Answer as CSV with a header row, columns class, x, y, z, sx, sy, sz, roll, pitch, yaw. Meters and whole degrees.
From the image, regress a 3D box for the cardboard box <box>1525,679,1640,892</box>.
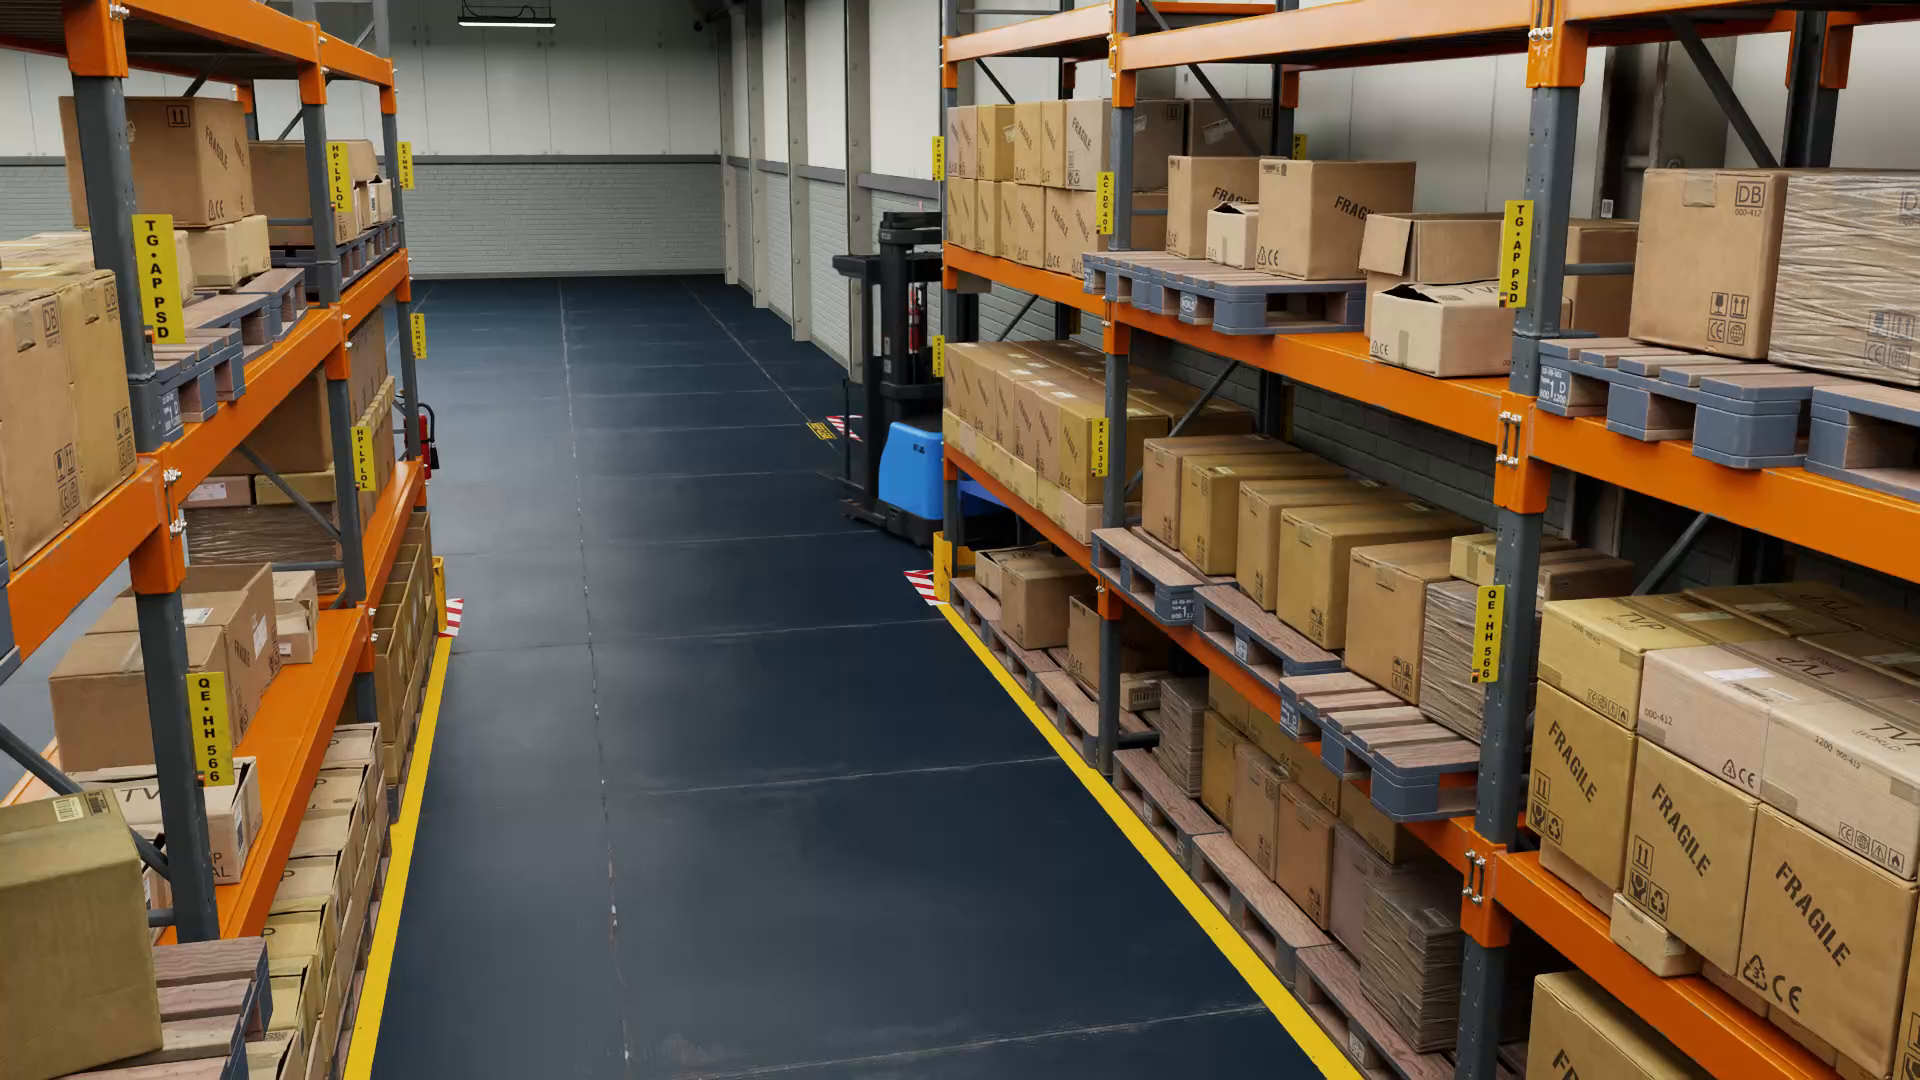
class,x,y,z,sx,sy,sz,roll,pitch,yaw
cardboard box,2.109,0.722,5.096,0.500,0.500,0.500,-3,14,-12

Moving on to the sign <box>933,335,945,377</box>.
class,x,y,z,sx,sy,sz,roll,pitch,yaw
sign,-0.163,-1.438,12.990,0.100,0.325,0.005,-3,14,-13

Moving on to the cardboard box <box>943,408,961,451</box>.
class,x,y,z,sx,sy,sz,roll,pitch,yaw
cardboard box,0.171,-0.854,12.699,0.500,0.250,0.500,-4,14,-15

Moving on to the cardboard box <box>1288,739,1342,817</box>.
class,x,y,z,sx,sy,sz,roll,pitch,yaw
cardboard box,1.825,1.018,7.523,0.500,0.250,0.500,-3,14,-13

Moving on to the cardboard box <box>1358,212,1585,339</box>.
class,x,y,z,sx,sy,sz,roll,pitch,yaw
cardboard box,2.029,-1.023,6.537,0.797,0.503,0.637,-1,14,-5

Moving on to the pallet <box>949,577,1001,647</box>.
class,x,y,z,sx,sy,sz,roll,pitch,yaw
pallet,0.539,0.514,12.701,1.003,0.211,1.213,-3,14,-13

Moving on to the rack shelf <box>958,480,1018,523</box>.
class,x,y,z,sx,sy,sz,roll,pitch,yaw
rack shelf,0.460,-0.365,14.339,0.538,0.185,1.000,-7,16,-28

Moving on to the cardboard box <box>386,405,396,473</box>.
class,x,y,z,sx,sy,sz,roll,pitch,yaw
cardboard box,-4.352,-0.711,11.627,0.700,0.500,0.500,-3,14,-13

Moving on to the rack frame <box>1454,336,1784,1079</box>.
class,x,y,z,sx,sy,sz,roll,pitch,yaw
rack frame,2.243,0.798,5.663,1.000,3.000,0.127,-3,14,-13

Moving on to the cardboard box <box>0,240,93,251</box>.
class,x,y,z,sx,sy,sz,roll,pitch,yaw
cardboard box,-2.996,-0.867,5.590,0.500,0.250,0.500,-4,14,-14

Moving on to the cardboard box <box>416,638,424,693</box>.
class,x,y,z,sx,sy,sz,roll,pitch,yaw
cardboard box,-3.673,0.814,10.507,0.500,0.250,0.500,-3,14,-13

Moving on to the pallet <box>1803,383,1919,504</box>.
class,x,y,z,sx,sy,sz,roll,pitch,yaw
pallet,2.712,-0.164,3.678,1.003,0.211,1.213,-3,14,-11

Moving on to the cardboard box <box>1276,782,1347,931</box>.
class,x,y,z,sx,sy,sz,roll,pitch,yaw
cardboard box,1.871,1.397,7.551,0.700,0.500,0.500,-3,14,-13

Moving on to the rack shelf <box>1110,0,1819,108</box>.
class,x,y,z,sx,sy,sz,roll,pitch,yaw
rack shelf,1.774,-2.034,6.972,1.077,0.370,4.000,-3,14,-13

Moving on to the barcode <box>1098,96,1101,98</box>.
class,x,y,z,sx,sy,sz,roll,pitch,yaw
barcode,1.017,-3.194,12.103,0.001,0.075,0.075,-3,14,-13

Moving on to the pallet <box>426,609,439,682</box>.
class,x,y,z,sx,sy,sz,roll,pitch,yaw
pallet,-4.229,0.758,11.701,1.003,0.211,1.213,-3,14,-13

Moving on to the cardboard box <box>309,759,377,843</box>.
class,x,y,z,sx,sy,sz,roll,pitch,yaw
cardboard box,-3.008,1.209,7.709,0.500,0.311,0.500,-3,14,-12

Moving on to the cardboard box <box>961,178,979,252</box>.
class,x,y,z,sx,sy,sz,roll,pitch,yaw
cardboard box,0.292,-2.346,11.958,0.500,0.500,0.500,-2,14,-9

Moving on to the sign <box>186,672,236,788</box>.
class,x,y,z,sx,sy,sz,roll,pitch,yaw
sign,-2.046,0.519,4.534,0.100,0.325,0.005,-3,14,-13

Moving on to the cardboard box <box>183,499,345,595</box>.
class,x,y,z,sx,sy,sz,roll,pitch,yaw
cardboard box,-3.621,0.002,8.712,0.700,0.500,0.500,-4,14,-15

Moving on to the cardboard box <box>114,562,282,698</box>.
class,x,y,z,sx,sy,sz,roll,pitch,yaw
cardboard box,-3.222,0.403,7.068,0.500,0.500,0.500,-2,14,-9

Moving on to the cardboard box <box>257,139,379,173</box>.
class,x,y,z,sx,sy,sz,roll,pitch,yaw
cardboard box,-4.319,-2.417,11.105,0.797,0.503,0.637,-2,14,-9

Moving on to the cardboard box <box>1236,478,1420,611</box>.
class,x,y,z,sx,sy,sz,roll,pitch,yaw
cardboard box,1.700,0.012,7.743,0.700,0.500,0.500,-1,14,-5

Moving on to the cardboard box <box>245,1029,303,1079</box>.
class,x,y,z,sx,sy,sz,roll,pitch,yaw
cardboard box,-2.408,1.797,5.300,0.500,0.311,0.500,-3,14,-11

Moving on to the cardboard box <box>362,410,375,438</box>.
class,x,y,z,sx,sy,sz,roll,pitch,yaw
cardboard box,-3.808,-0.699,10.213,0.380,0.149,0.250,-3,14,-14

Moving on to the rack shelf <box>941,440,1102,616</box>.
class,x,y,z,sx,sy,sz,roll,pitch,yaw
rack shelf,0.834,-0.236,11.414,1.077,0.370,4.000,-3,14,-13

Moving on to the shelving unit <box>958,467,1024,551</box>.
class,x,y,z,sx,sy,sz,roll,pitch,yaw
shelving unit,0.460,-0.539,14.297,0.538,1.500,1.048,-7,16,-28

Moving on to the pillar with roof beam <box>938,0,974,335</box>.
class,x,y,z,sx,sy,sz,roll,pitch,yaw
pillar with roof beam,-4.224,-4.993,16.724,9.100,9.000,0.400,-3,14,-13

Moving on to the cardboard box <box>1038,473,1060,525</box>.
class,x,y,z,sx,sy,sz,roll,pitch,yaw
cardboard box,0.789,-0.269,10.305,0.500,0.250,0.500,-3,14,-13

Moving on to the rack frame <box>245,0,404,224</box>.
class,x,y,z,sx,sy,sz,roll,pitch,yaw
rack frame,-4.450,-3.685,11.371,1.000,3.000,0.127,-3,14,-13

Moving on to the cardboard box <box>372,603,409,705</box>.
class,x,y,z,sx,sy,sz,roll,pitch,yaw
cardboard box,-3.440,0.680,9.473,0.500,0.500,0.500,-3,14,-13

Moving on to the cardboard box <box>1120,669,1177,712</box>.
class,x,y,z,sx,sy,sz,roll,pitch,yaw
cardboard box,1.149,0.916,10.222,0.380,0.166,0.250,-5,15,-21

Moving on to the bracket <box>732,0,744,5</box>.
class,x,y,z,sx,sy,sz,roll,pitch,yaw
bracket,-4.514,-11.018,33.803,0.235,0.232,0.430,-3,14,-13

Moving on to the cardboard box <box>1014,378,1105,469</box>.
class,x,y,z,sx,sy,sz,roll,pitch,yaw
cardboard box,0.662,-0.749,10.690,0.500,0.500,0.500,-4,14,-15

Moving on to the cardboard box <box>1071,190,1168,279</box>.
class,x,y,z,sx,sy,sz,roll,pitch,yaw
cardboard box,0.945,-1.743,9.492,0.500,0.500,0.500,-3,14,-12

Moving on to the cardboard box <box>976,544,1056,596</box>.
class,x,y,z,sx,sy,sz,roll,pitch,yaw
cardboard box,0.440,0.210,12.810,0.500,0.311,0.500,-5,15,-20

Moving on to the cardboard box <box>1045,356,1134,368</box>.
class,x,y,z,sx,sy,sz,roll,pitch,yaw
cardboard box,0.916,-1.016,11.782,0.500,0.500,0.500,-4,14,-15

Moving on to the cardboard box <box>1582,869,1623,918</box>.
class,x,y,z,sx,sy,sz,roll,pitch,yaw
cardboard box,2.146,1.058,5.086,0.380,0.149,0.250,-3,14,-12

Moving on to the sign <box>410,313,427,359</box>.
class,x,y,z,sx,sy,sz,roll,pitch,yaw
sign,-3.919,-1.475,12.028,0.100,0.325,0.005,-3,14,-13

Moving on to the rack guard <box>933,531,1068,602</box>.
class,x,y,z,sx,sy,sz,roll,pitch,yaw
rack guard,0.382,0.184,13.442,1.175,0.500,0.348,-3,14,-13

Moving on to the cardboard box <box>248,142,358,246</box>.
class,x,y,z,sx,sy,sz,roll,pitch,yaw
cardboard box,-3.372,-1.756,8.407,0.500,0.500,0.500,-2,14,-9

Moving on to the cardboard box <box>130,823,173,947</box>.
class,x,y,z,sx,sy,sz,roll,pitch,yaw
cardboard box,-2.614,1.032,4.893,0.500,0.311,0.500,-2,14,-10

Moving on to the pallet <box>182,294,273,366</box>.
class,x,y,z,sx,sy,sz,roll,pitch,yaw
pallet,-3.083,-0.700,5.871,1.003,0.211,1.213,-3,14,-11

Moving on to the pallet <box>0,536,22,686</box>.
class,x,y,z,sx,sy,sz,roll,pitch,yaw
pallet,-1.963,0.239,2.029,1.213,0.211,1.003,-3,14,-13

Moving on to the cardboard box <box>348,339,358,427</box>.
class,x,y,z,sx,sy,sz,roll,pitch,yaw
cardboard box,-3.857,-0.860,9.508,0.700,0.500,0.500,-3,14,-13

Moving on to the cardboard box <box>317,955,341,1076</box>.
class,x,y,z,sx,sy,sz,roll,pitch,yaw
cardboard box,-2.655,1.834,6.331,0.500,0.250,0.500,-4,14,-15

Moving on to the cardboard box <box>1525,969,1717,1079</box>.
class,x,y,z,sx,sy,sz,roll,pitch,yaw
cardboard box,2.289,1.815,5.144,0.750,0.750,0.750,-3,14,-14

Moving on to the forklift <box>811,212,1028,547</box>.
class,x,y,z,sx,sy,sz,roll,pitch,yaw
forklift,-0.528,-1.662,15.875,1.130,2.935,3.031,-7,16,-28

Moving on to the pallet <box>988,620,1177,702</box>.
class,x,y,z,sx,sy,sz,roll,pitch,yaw
pallet,0.822,0.795,11.551,1.003,0.211,1.213,-3,14,-13

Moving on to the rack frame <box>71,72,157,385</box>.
class,x,y,z,sx,sy,sz,roll,pitch,yaw
rack frame,-2.571,-1.839,3.817,1.000,3.000,0.127,-3,14,-13

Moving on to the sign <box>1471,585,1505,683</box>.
class,x,y,z,sx,sy,sz,roll,pitch,yaw
sign,1.718,0.307,5.402,0.100,0.325,0.005,-3,14,-13

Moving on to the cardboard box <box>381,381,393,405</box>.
class,x,y,z,sx,sy,sz,roll,pitch,yaw
cardboard box,-4.112,-0.996,11.430,0.380,0.149,0.250,-3,14,-12

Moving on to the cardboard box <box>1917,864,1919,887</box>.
class,x,y,z,sx,sy,sz,roll,pitch,yaw
cardboard box,2.474,0.707,3.577,0.500,0.250,0.500,-4,14,-14

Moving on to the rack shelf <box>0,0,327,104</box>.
class,x,y,z,sx,sy,sz,roll,pitch,yaw
rack shelf,-3.041,-1.757,5.838,1.077,0.370,4.000,-3,14,-13

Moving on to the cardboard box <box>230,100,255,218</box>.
class,x,y,z,sx,sy,sz,roll,pitch,yaw
cardboard box,-3.404,-1.656,7.237,0.500,0.500,0.500,-3,14,-13

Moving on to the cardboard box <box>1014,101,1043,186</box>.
class,x,y,z,sx,sy,sz,roll,pitch,yaw
cardboard box,0.651,-2.472,10.368,0.500,0.500,0.500,-4,14,-15
